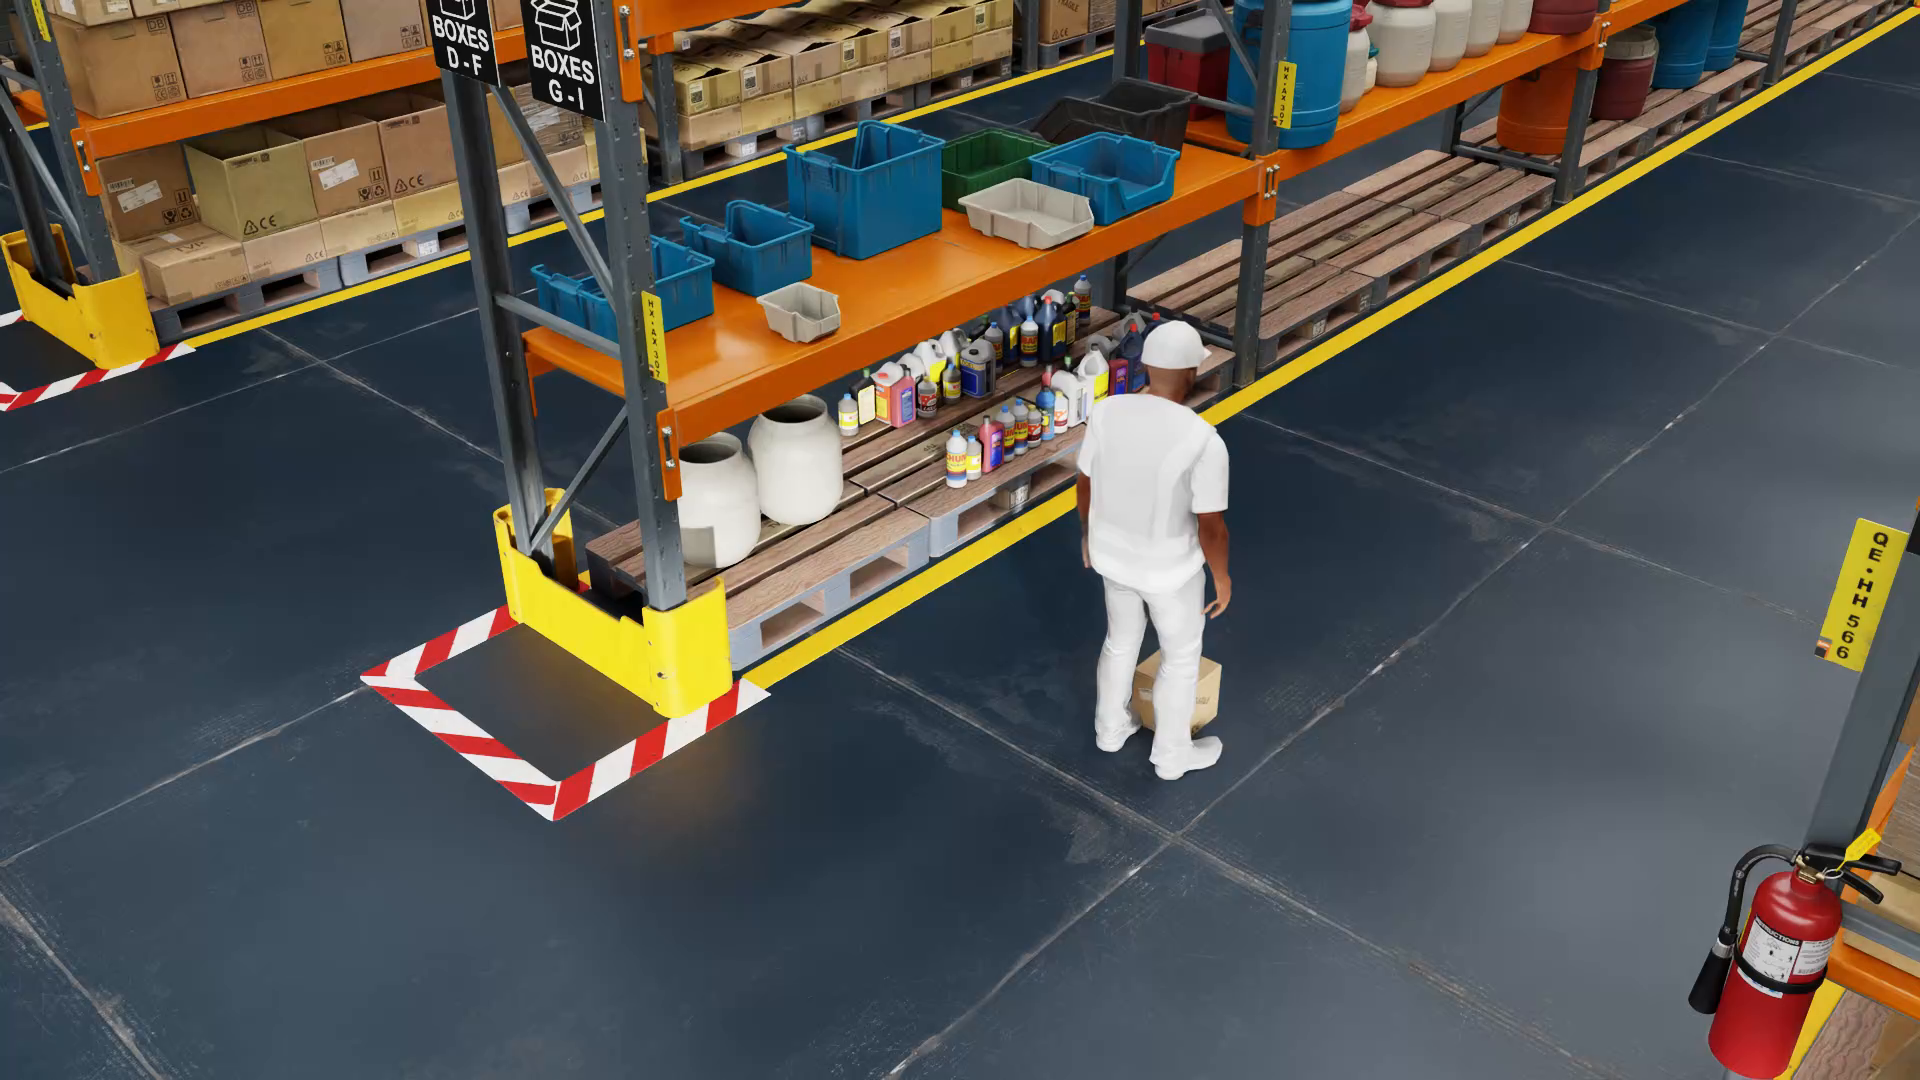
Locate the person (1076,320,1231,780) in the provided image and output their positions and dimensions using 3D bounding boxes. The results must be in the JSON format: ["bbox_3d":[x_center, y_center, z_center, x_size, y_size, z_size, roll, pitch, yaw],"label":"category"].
[{"bbox_3d":[0.708,0.050,6.036,0.626,1.759,0.463,23,38,33],"label":"person"}]
